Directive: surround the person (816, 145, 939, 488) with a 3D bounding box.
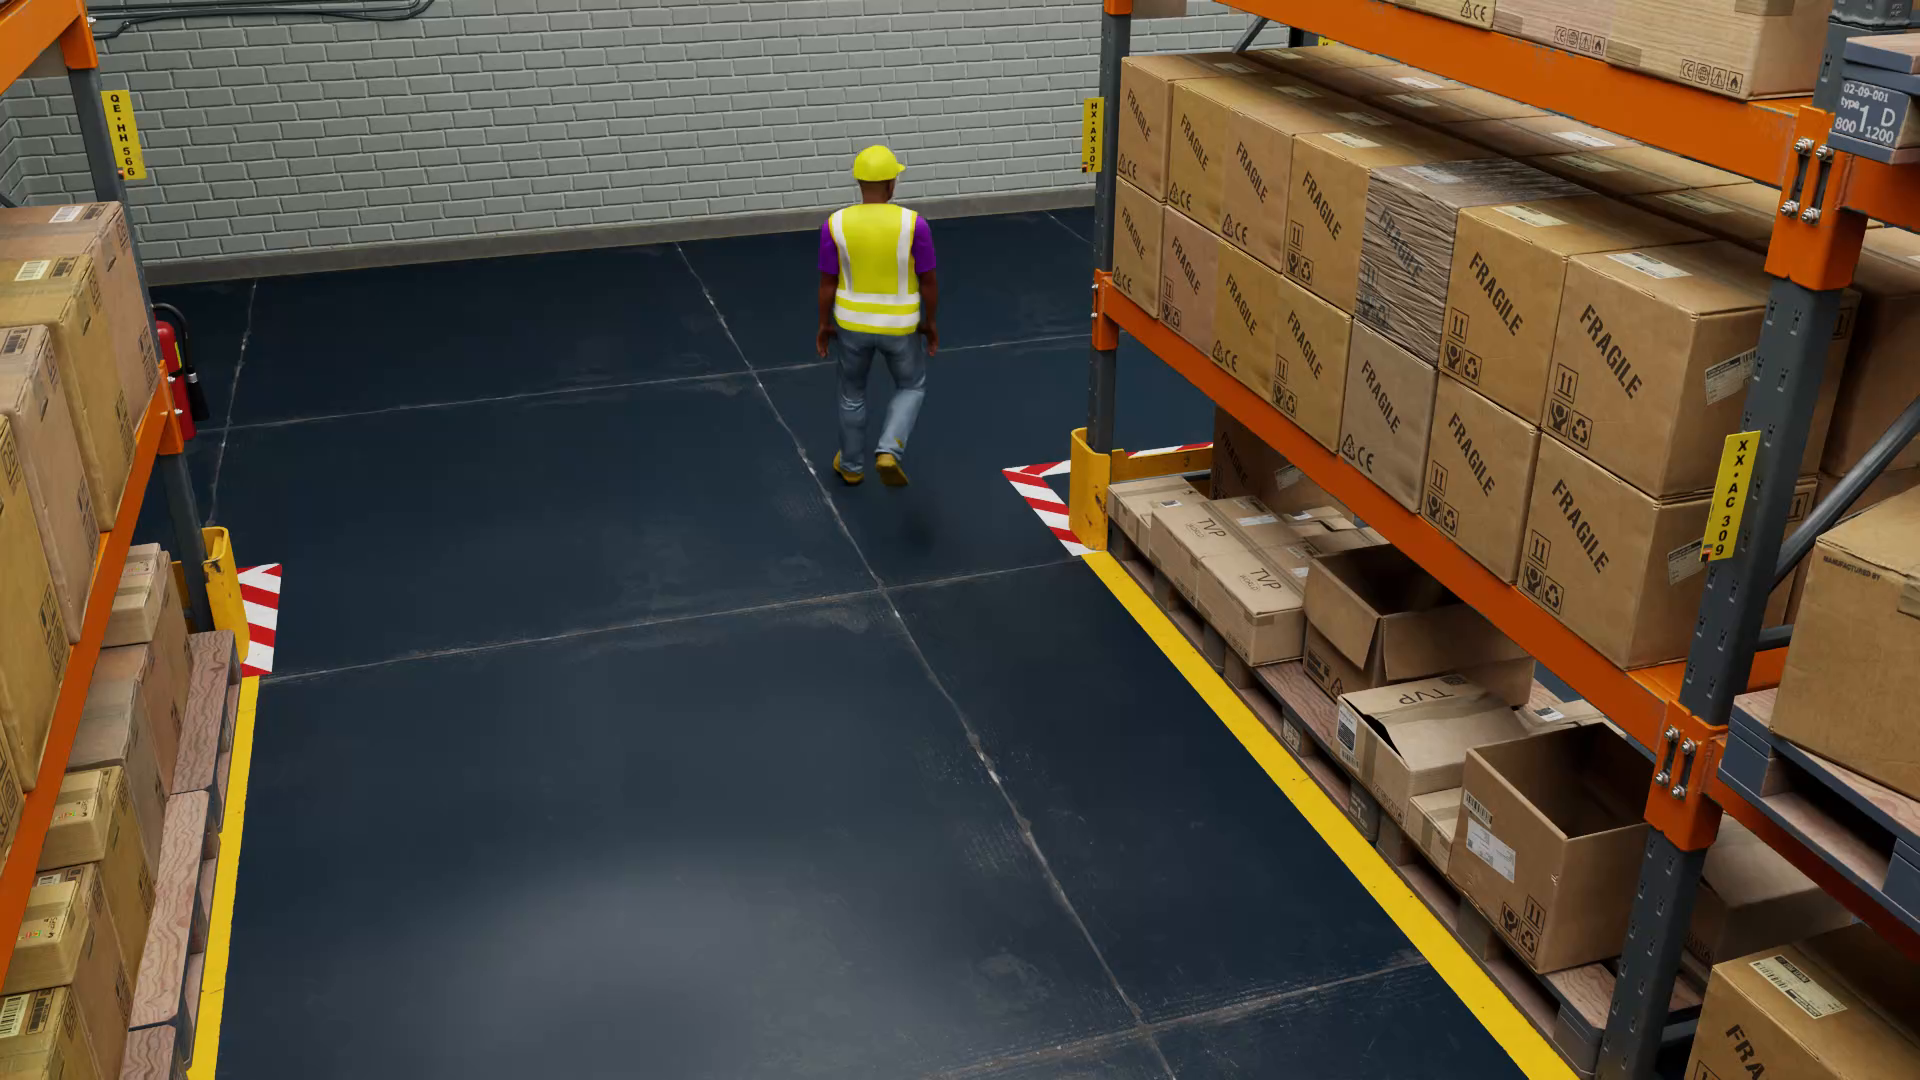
[{"bbox_3d":[-0.410,-1.064,8.217,0.617,1.754,0.655,0,26,0],"label":"person"}]
